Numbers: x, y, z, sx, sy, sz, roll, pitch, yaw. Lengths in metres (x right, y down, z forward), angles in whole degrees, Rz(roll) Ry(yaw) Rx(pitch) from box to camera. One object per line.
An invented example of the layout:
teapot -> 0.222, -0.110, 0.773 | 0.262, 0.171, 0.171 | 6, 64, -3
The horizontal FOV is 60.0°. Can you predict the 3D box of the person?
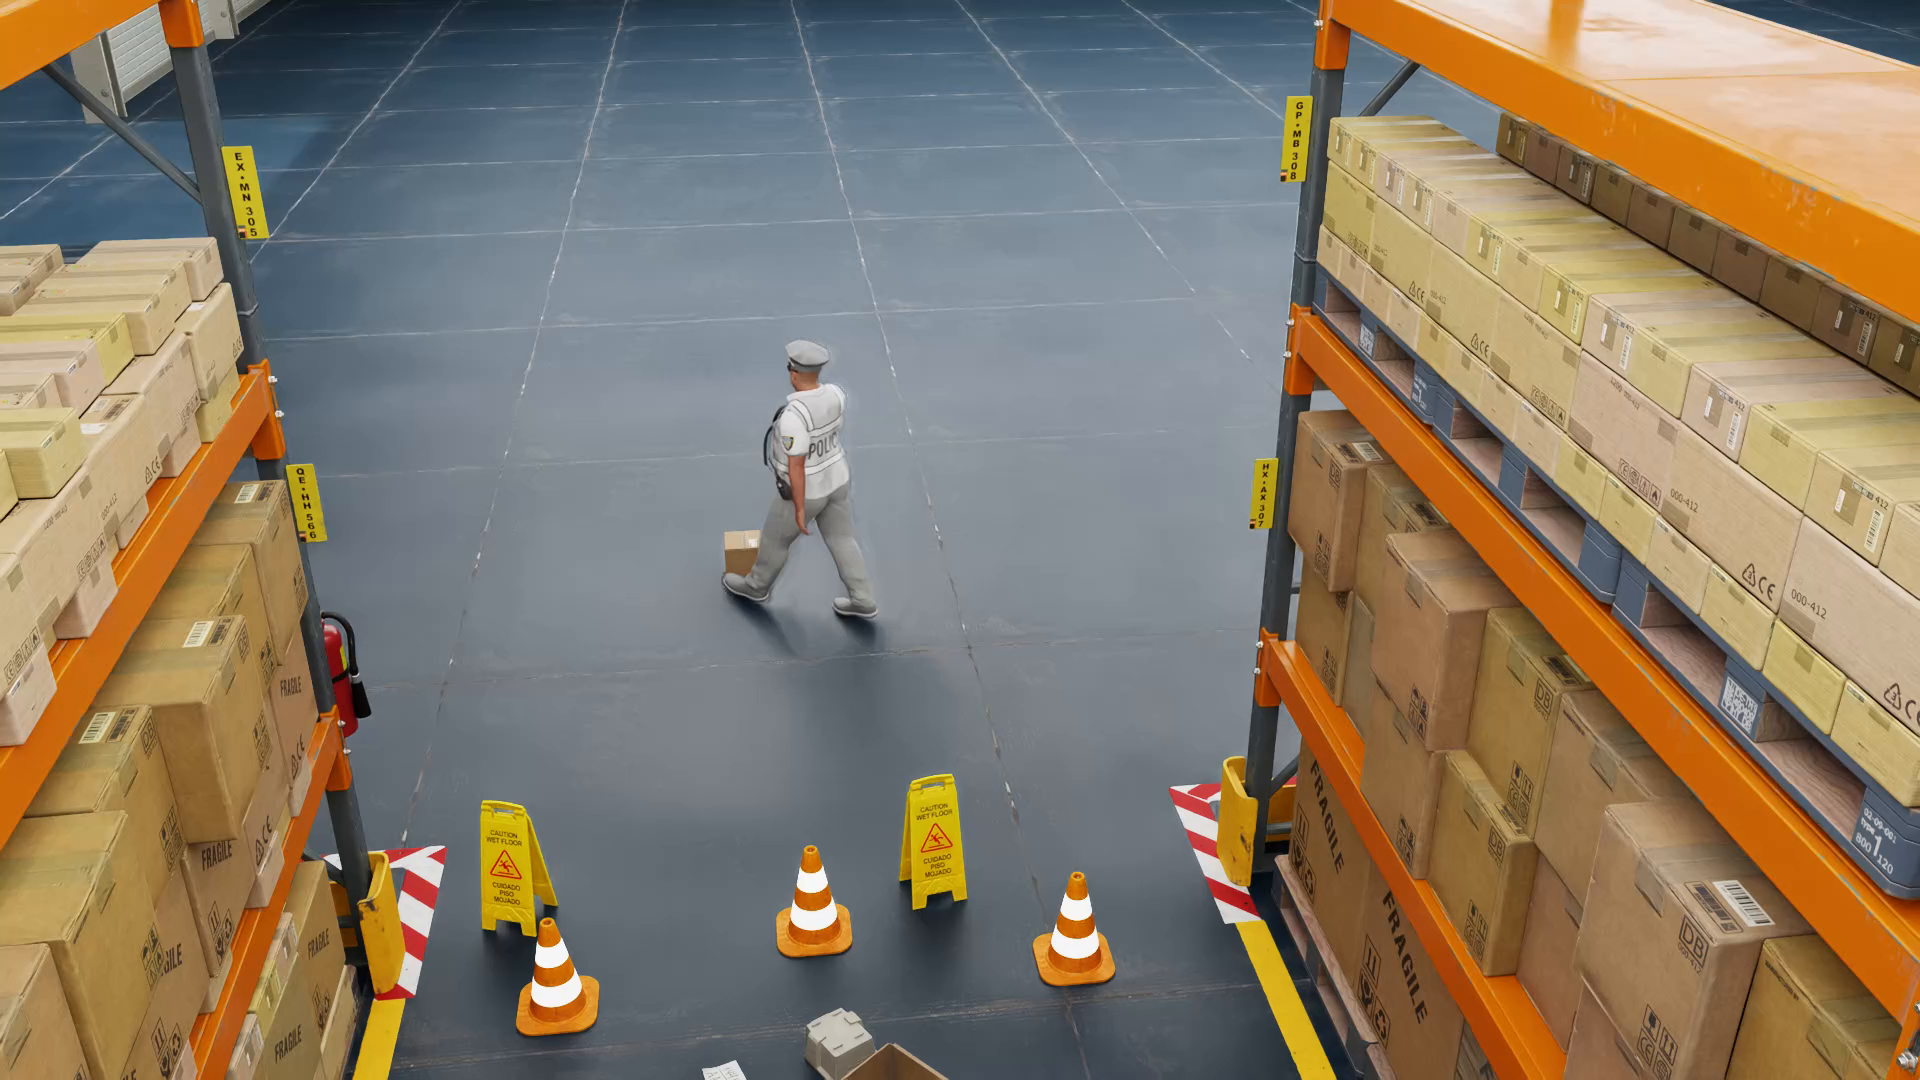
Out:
person -> -0.966, -0.373, 9.808 | 0.999, 1.712, 0.570 | 19, 33, 33
